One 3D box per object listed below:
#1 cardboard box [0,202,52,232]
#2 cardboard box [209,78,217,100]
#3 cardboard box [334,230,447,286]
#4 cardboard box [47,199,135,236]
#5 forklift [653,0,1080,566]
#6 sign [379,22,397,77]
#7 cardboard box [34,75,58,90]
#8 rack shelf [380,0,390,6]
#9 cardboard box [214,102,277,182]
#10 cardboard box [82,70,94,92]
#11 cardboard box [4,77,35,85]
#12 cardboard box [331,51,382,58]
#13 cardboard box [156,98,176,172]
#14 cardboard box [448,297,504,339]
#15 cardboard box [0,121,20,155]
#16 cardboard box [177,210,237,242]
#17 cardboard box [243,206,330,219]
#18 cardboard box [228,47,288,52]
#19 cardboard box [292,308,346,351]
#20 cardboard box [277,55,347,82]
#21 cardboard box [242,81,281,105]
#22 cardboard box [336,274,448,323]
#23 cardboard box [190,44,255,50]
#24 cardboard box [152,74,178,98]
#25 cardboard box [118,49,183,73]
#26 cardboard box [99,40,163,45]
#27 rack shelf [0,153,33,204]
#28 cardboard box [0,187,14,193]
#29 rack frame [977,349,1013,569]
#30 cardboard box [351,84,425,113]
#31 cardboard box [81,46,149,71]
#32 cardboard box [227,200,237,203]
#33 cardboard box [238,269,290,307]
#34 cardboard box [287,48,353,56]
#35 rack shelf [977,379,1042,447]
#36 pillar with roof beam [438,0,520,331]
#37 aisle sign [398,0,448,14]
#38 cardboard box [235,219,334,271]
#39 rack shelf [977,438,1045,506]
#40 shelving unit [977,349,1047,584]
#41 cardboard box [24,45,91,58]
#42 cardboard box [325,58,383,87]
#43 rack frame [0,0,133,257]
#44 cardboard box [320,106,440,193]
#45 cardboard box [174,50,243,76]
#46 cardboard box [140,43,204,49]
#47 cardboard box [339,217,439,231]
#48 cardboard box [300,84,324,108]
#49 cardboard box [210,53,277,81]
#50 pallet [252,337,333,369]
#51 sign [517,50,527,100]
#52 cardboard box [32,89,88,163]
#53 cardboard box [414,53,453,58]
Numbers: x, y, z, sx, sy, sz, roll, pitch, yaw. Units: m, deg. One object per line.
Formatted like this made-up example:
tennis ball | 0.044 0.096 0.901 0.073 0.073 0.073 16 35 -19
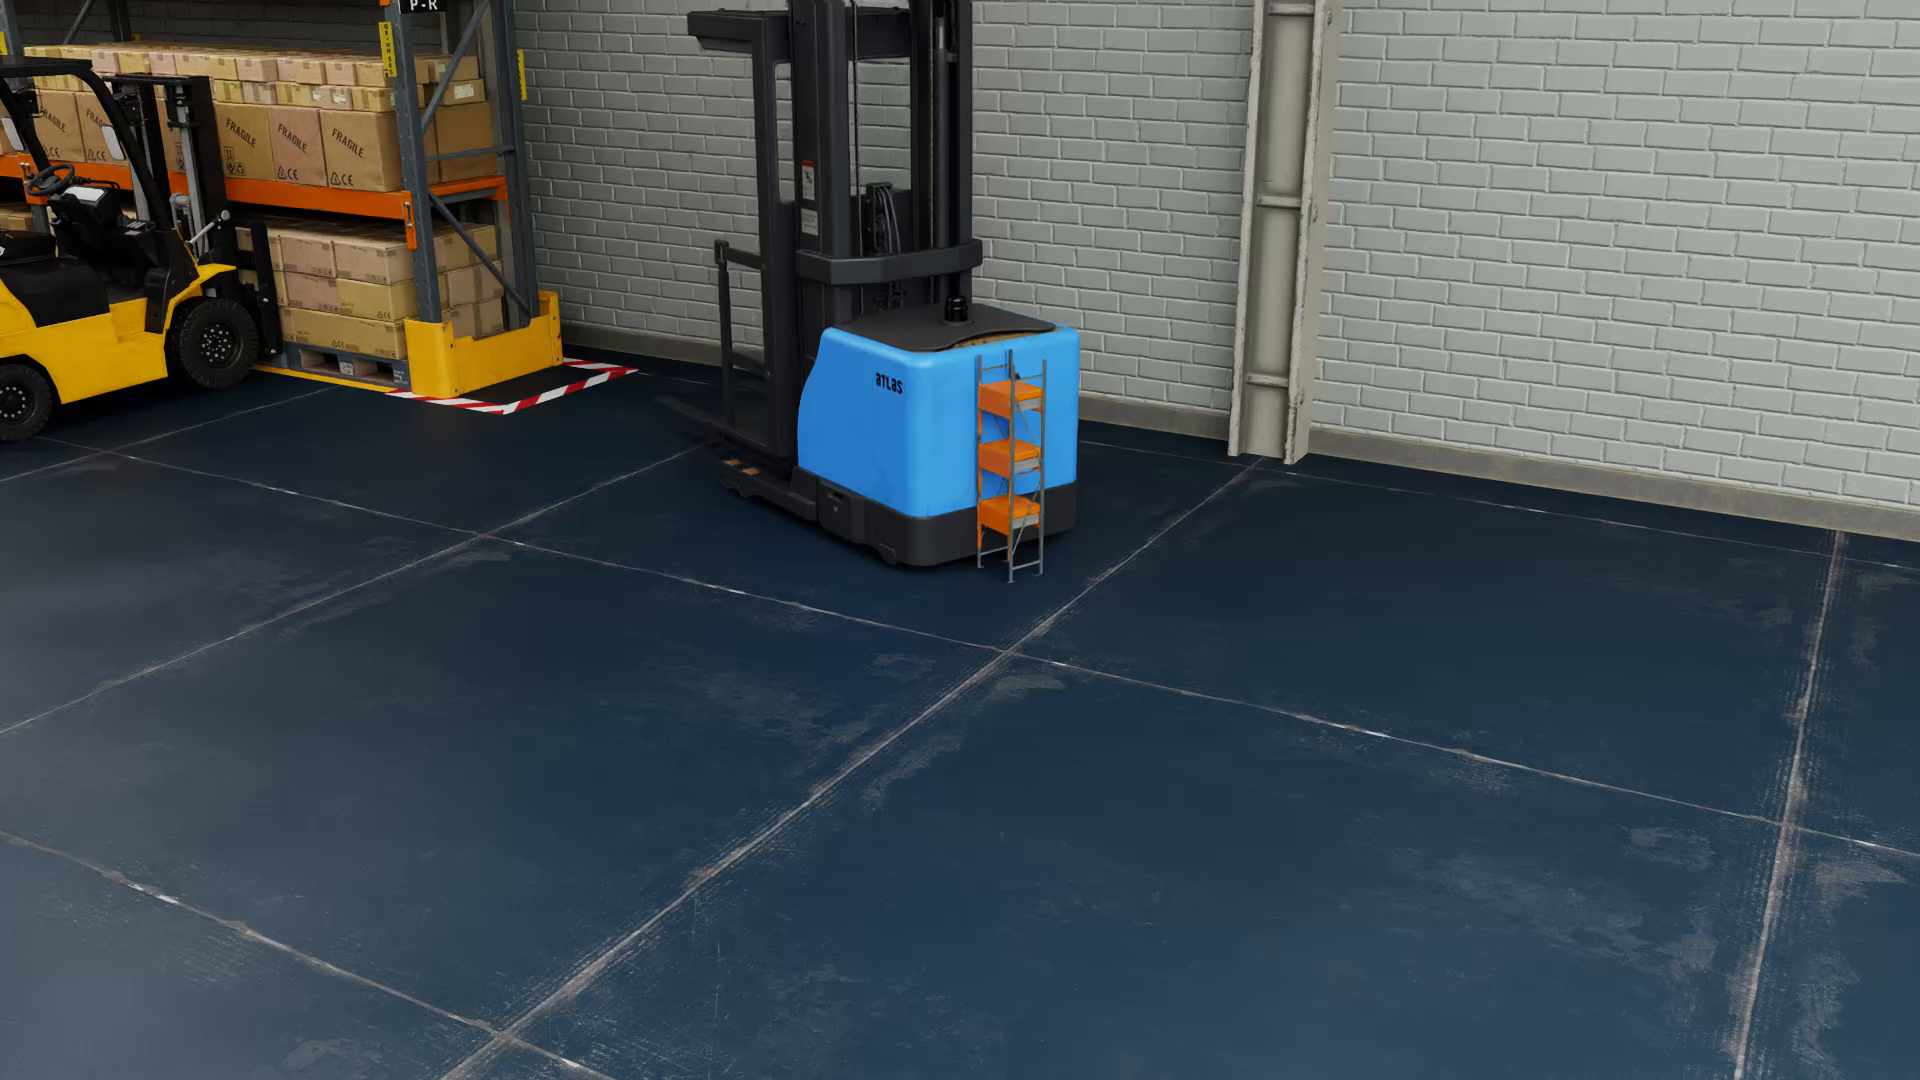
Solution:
cardboard box | -7.210 -2.365 13.354 0.625 0.625 0.875 12 23 30
cardboard box | -5.002 -3.136 11.514 0.250 0.149 0.380 11 22 27
cardboard box | -3.811 -1.894 11.138 0.500 0.250 0.500 12 23 29
cardboard box | -6.480 -2.402 12.538 0.500 0.250 0.500 10 22 26
forklift | -0.690 -1.690 8.727 1.130 2.935 3.031 -14 24 -34
sign | -3.534 -3.032 10.280 0.005 0.325 0.100 11 23 27
cardboard box | -6.599 -3.421 12.301 0.250 0.149 0.380 10 22 26
rack shelf | -5.003 -3.940 11.485 4.000 0.370 1.077 11 23 27
cardboard box | -4.711 -2.760 11.430 0.500 0.500 0.500 10 22 26
cardboard box | -6.131 -3.344 12.087 0.250 0.149 0.380 11 23 27
cardboard box | -7.156 -3.543 12.637 0.250 0.149 0.380 12 23 29
cardboard box | -4.104 -3.286 11.490 0.250 0.149 0.380 11 23 28
cardboard box | -5.584 -2.931 11.899 0.500 0.500 0.500 11 22 27
cardboard box | -3.590 -1.580 11.739 0.500 0.250 0.500 11 23 28
cardboard box | -7.317 -3.136 12.832 0.500 0.250 0.500 11 23 29
cardboard box | -5.598 -2.234 12.076 0.500 0.250 0.500 12 23 29
cardboard box | -4.898 -2.302 12.264 0.500 0.250 0.500 10 22 26
cardboard box | -5.015 -3.455 11.958 0.250 0.149 0.380 12 23 29
cardboard box | -4.251 -1.510 11.546 0.500 0.250 0.500 11 23 27
cardboard box | -4.326 -3.155 11.130 0.250 0.149 0.380 11 23 28
cardboard box | -4.598 -3.032 11.226 0.250 0.149 0.380 10 22 26
cardboard box | -3.834 -1.663 11.235 0.500 0.250 0.500 10 22 27
cardboard box | -5.421 -3.563 12.255 0.250 0.149 0.380 10 22 26
cardboard box | -5.496 -3.200 11.690 0.250 0.149 0.380 10 22 26
cardboard box | -5.702 -3.386 11.768 0.250 0.149 0.380 10 22 26
cardboard box | -6.323 -3.729 12.714 0.250 0.149 0.380 11 23 27
rack shelf | -8.495 -3.195 13.830 4.000 0.370 1.077 11 23 27
cardboard box | -8.541 -2.621 14.059 0.625 0.625 0.875 10 22 25
rack frame | 0.164 -0.374 7.857 0.200 1.050 0.008 -14 24 -34
cardboard box | -3.696 -2.862 10.758 0.250 0.149 0.380 11 23 28
cardboard box | -6.116 -3.495 12.067 0.250 0.149 0.380 10 22 26
cardboard box | -5.775 -2.472 12.730 0.500 0.250 0.500 10 22 27
cardboard box | -4.728 -1.830 11.693 0.500 0.250 0.500 10 22 26
cardboard box | -4.528 -3.395 11.792 0.250 0.149 0.380 10 22 26
rack shelf | 0.238 -0.598 7.672 0.215 0.259 0.240 -14 24 -34
pillar with roof beam | -5.525 -4.458 7.459 0.400 9.000 9.100 11 23 27
aisle sign | -3.343 -3.659 10.242 0.004 0.787 0.394 11 23 27
cardboard box | -4.705 -2.058 11.591 0.500 0.250 0.500 11 23 28
rack shelf | 0.238 -0.331 7.769 0.215 0.259 0.240 -14 24 -34
shelving unit | 0.238 -0.341 7.765 0.215 1.050 0.252 -14 24 -34
cardboard box | -6.616 -3.551 12.222 0.250 0.149 0.380 11 23 28
cardboard box | -3.903 -3.056 10.857 0.250 0.149 0.380 11 23 27
rack frame | -6.749 -3.201 12.790 0.127 3.000 1.000 11 23 27
cardboard box | -3.815 -2.586 10.950 0.500 0.500 0.500 10 22 26
cardboard box | -5.226 -3.324 11.597 0.250 0.149 0.380 11 23 28
cardboard box | -5.887 -3.635 12.454 0.250 0.149 0.380 11 22 27
cardboard box | -4.022 -2.129 11.785 0.500 0.250 0.500 11 23 27
cardboard box | -4.131 -2.957 11.020 0.250 0.149 0.380 11 23 28
cardboard box | -4.836 -3.207 11.272 0.250 0.149 0.380 11 23 28
pallet | -5.006 -1.543 12.308 1.213 0.211 1.003 11 23 27
sign | -2.981 -3.144 11.248 0.005 0.325 0.100 11 23 27
cardboard box | -6.489 -3.096 12.356 0.500 0.500 0.500 10 22 26
cardboard box | -3.648 -3.210 11.281 0.250 0.149 0.380 12 23 29
